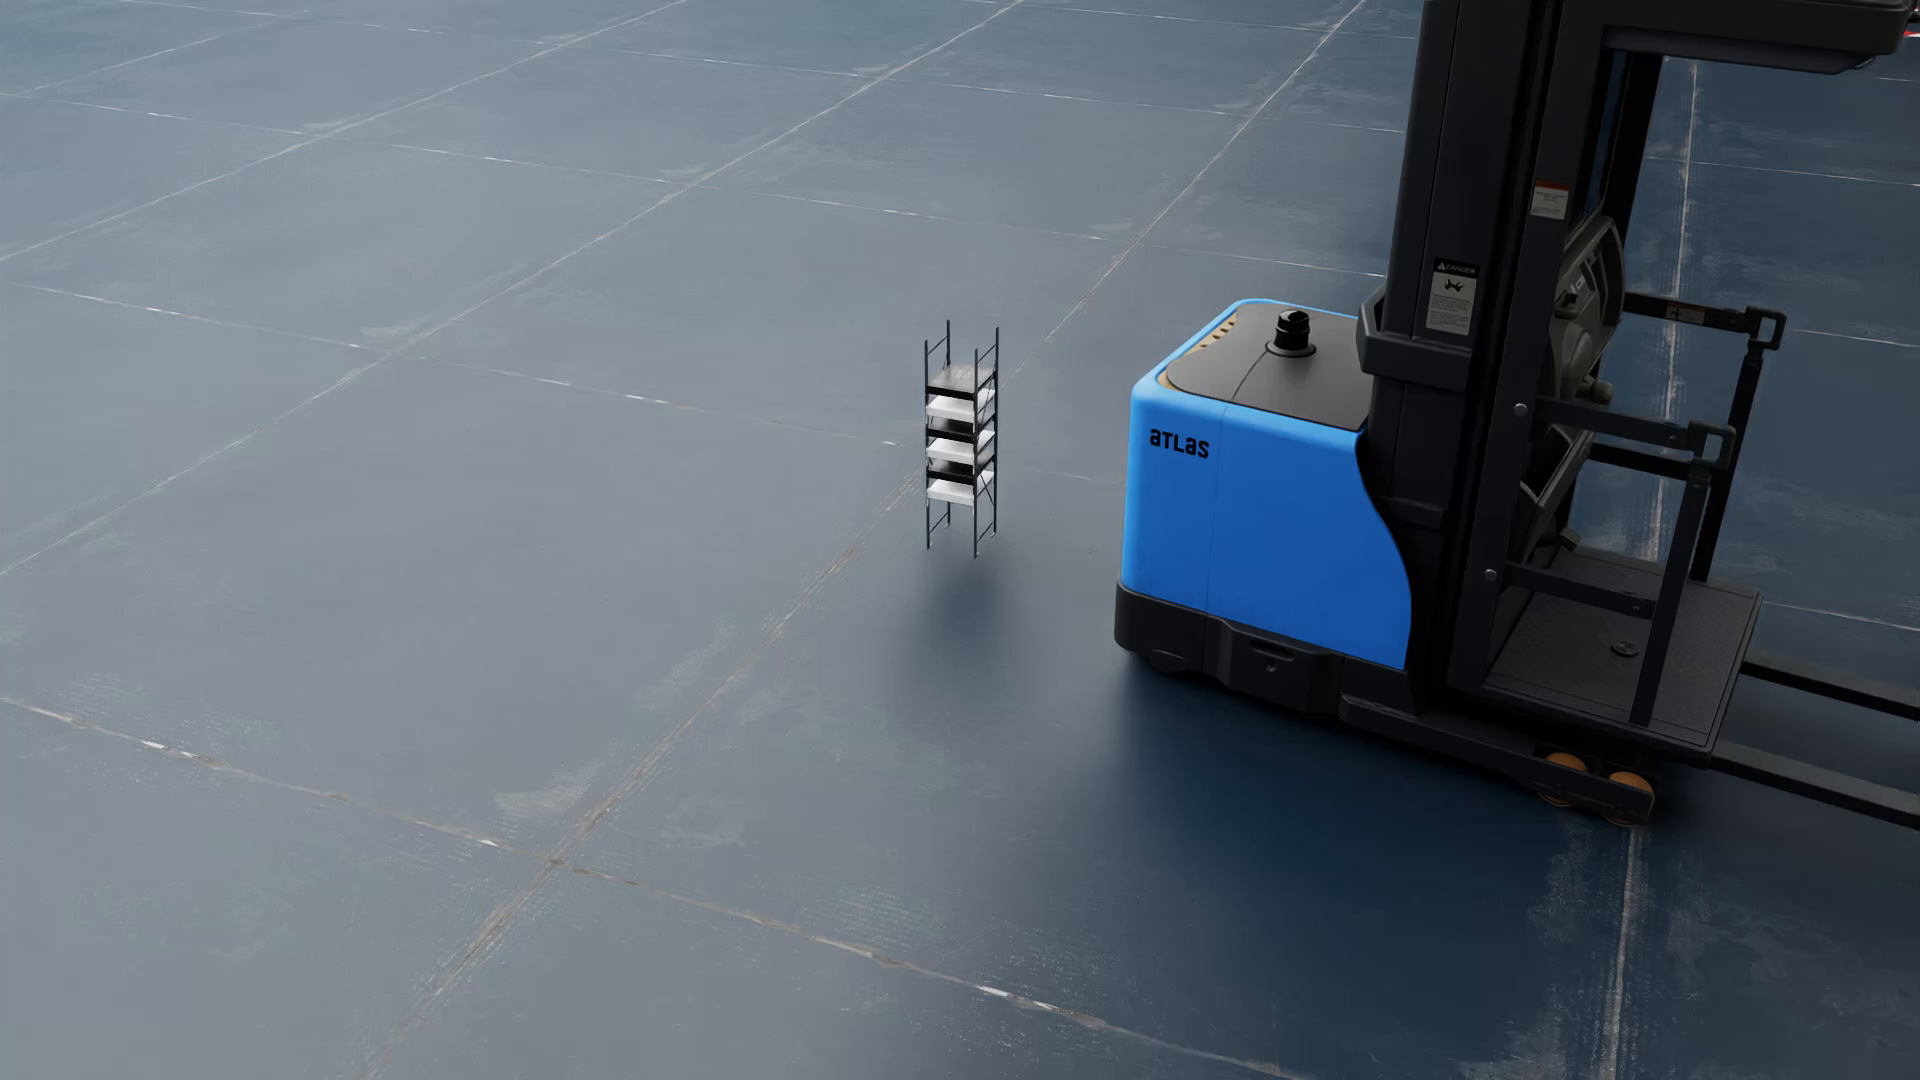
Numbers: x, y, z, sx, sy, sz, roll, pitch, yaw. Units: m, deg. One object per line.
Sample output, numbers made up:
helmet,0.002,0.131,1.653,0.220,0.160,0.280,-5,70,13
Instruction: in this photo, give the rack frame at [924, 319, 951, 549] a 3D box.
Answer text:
rack frame,-0.087,-0.409,6.559,0.006,0.900,0.240,11,31,19

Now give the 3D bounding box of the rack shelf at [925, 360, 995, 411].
rack shelf,0.008,-0.596,6.409,0.200,0.077,0.258,11,31,19

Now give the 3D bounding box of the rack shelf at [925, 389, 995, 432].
rack shelf,0.008,-0.518,6.454,0.200,0.077,0.258,11,31,19

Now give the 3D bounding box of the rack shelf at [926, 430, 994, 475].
rack shelf,0.008,-0.361,6.542,0.200,0.077,0.258,11,31,19

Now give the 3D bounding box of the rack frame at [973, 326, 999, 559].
rack frame,0.102,-0.371,6.493,0.006,0.900,0.240,11,31,19

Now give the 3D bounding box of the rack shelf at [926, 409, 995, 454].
rack shelf,0.008,-0.440,6.498,0.200,0.077,0.258,11,31,19

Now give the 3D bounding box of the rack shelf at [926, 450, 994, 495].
rack shelf,0.008,-0.283,6.587,0.200,0.077,0.258,11,31,19

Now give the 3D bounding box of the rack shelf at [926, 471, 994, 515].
rack shelf,0.008,-0.205,6.631,0.200,0.077,0.258,11,31,19

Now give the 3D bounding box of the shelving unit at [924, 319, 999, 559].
shelving unit,0.008,-0.390,6.526,0.210,0.900,0.258,11,31,19

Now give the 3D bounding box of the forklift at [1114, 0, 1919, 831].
forklift,2.083,-0.684,4.981,3.031,2.935,1.130,16,33,26
